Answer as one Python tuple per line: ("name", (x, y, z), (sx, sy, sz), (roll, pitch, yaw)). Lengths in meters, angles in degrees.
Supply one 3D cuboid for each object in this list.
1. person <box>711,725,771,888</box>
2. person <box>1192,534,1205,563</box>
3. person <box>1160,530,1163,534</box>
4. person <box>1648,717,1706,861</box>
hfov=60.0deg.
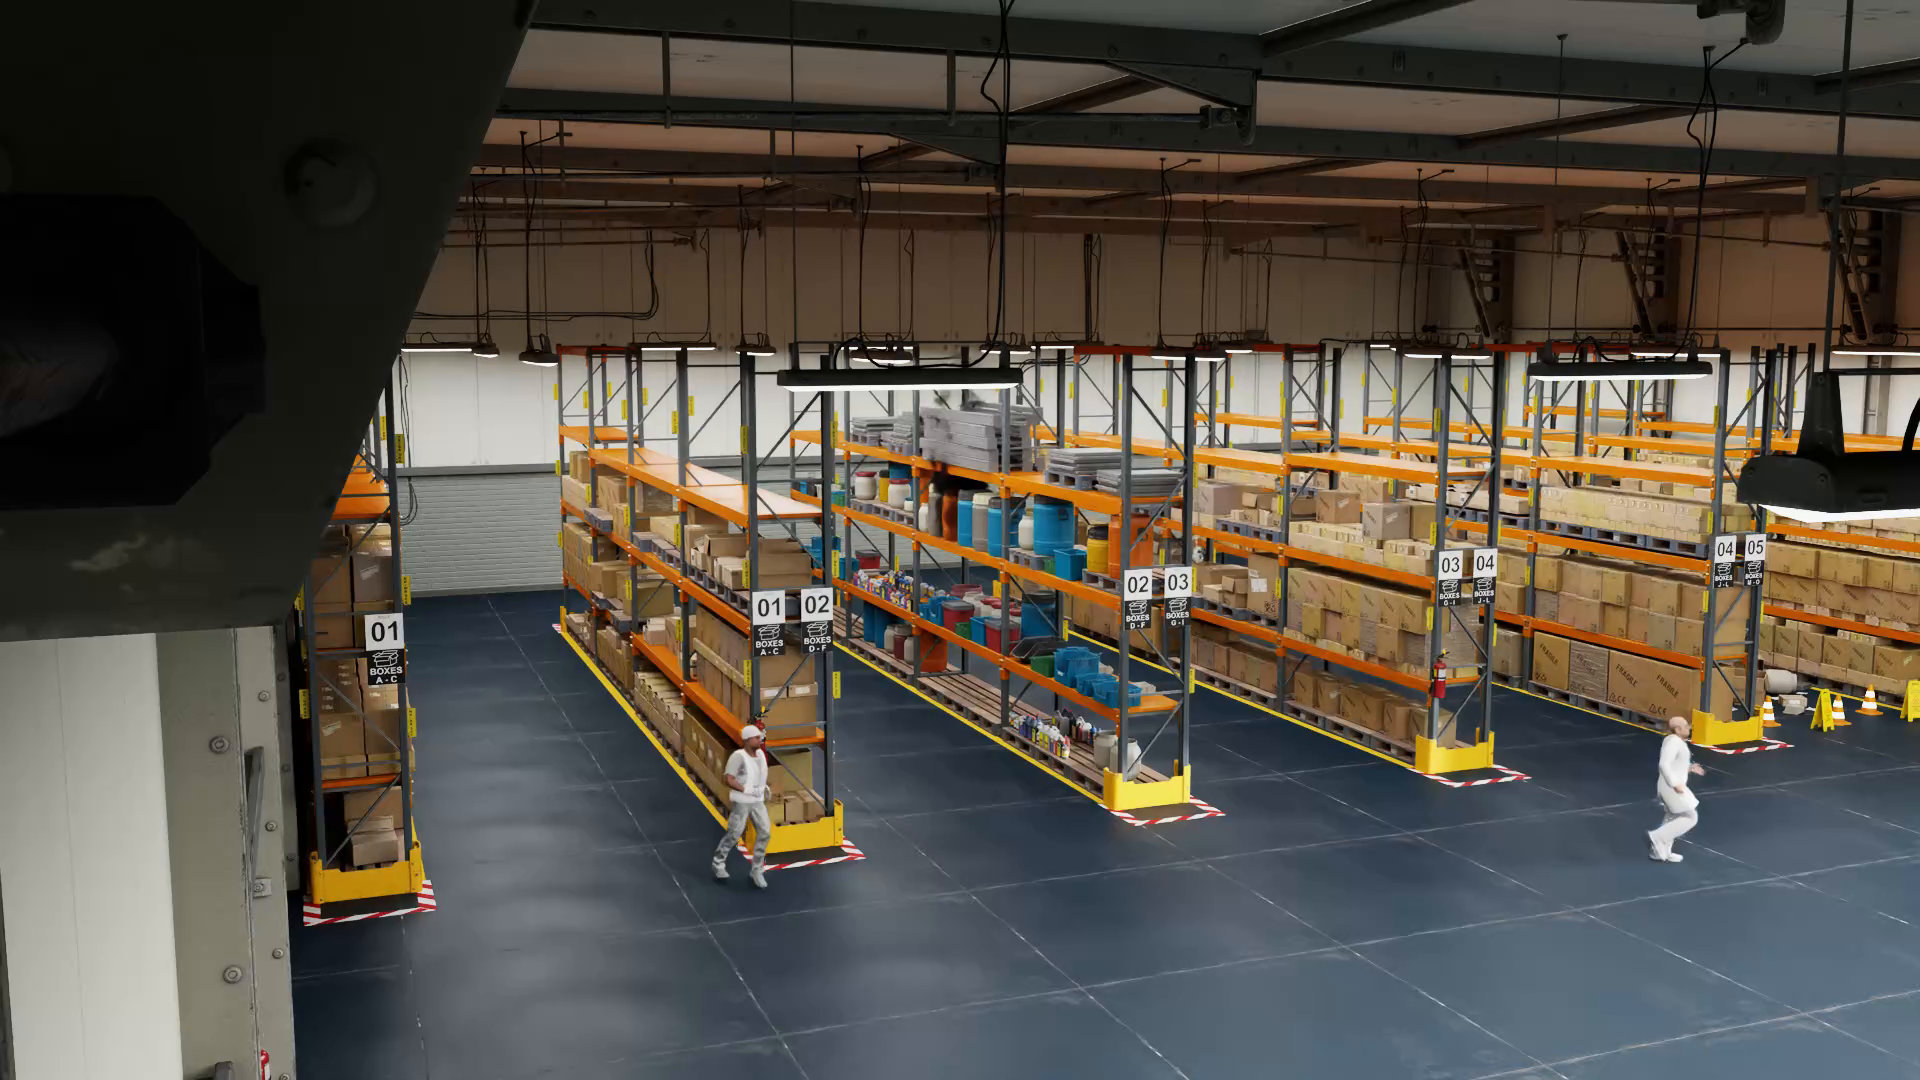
("person", (-2.423, 3.033, 19.125), (0.735, 1.818, 0.749), (5, 9, 35))
("person", (5.263, 0.715, 37.732), (0.612, 1.734, 0.678), (-3, 8, -23))
("person", (4.689, 0.576, 38.903), (0.699, 1.651, 0.561), (-1, 7, -9))
("person", (8.543, 2.961, 19.797), (0.649, 1.747, 0.692), (2, 7, 12))
